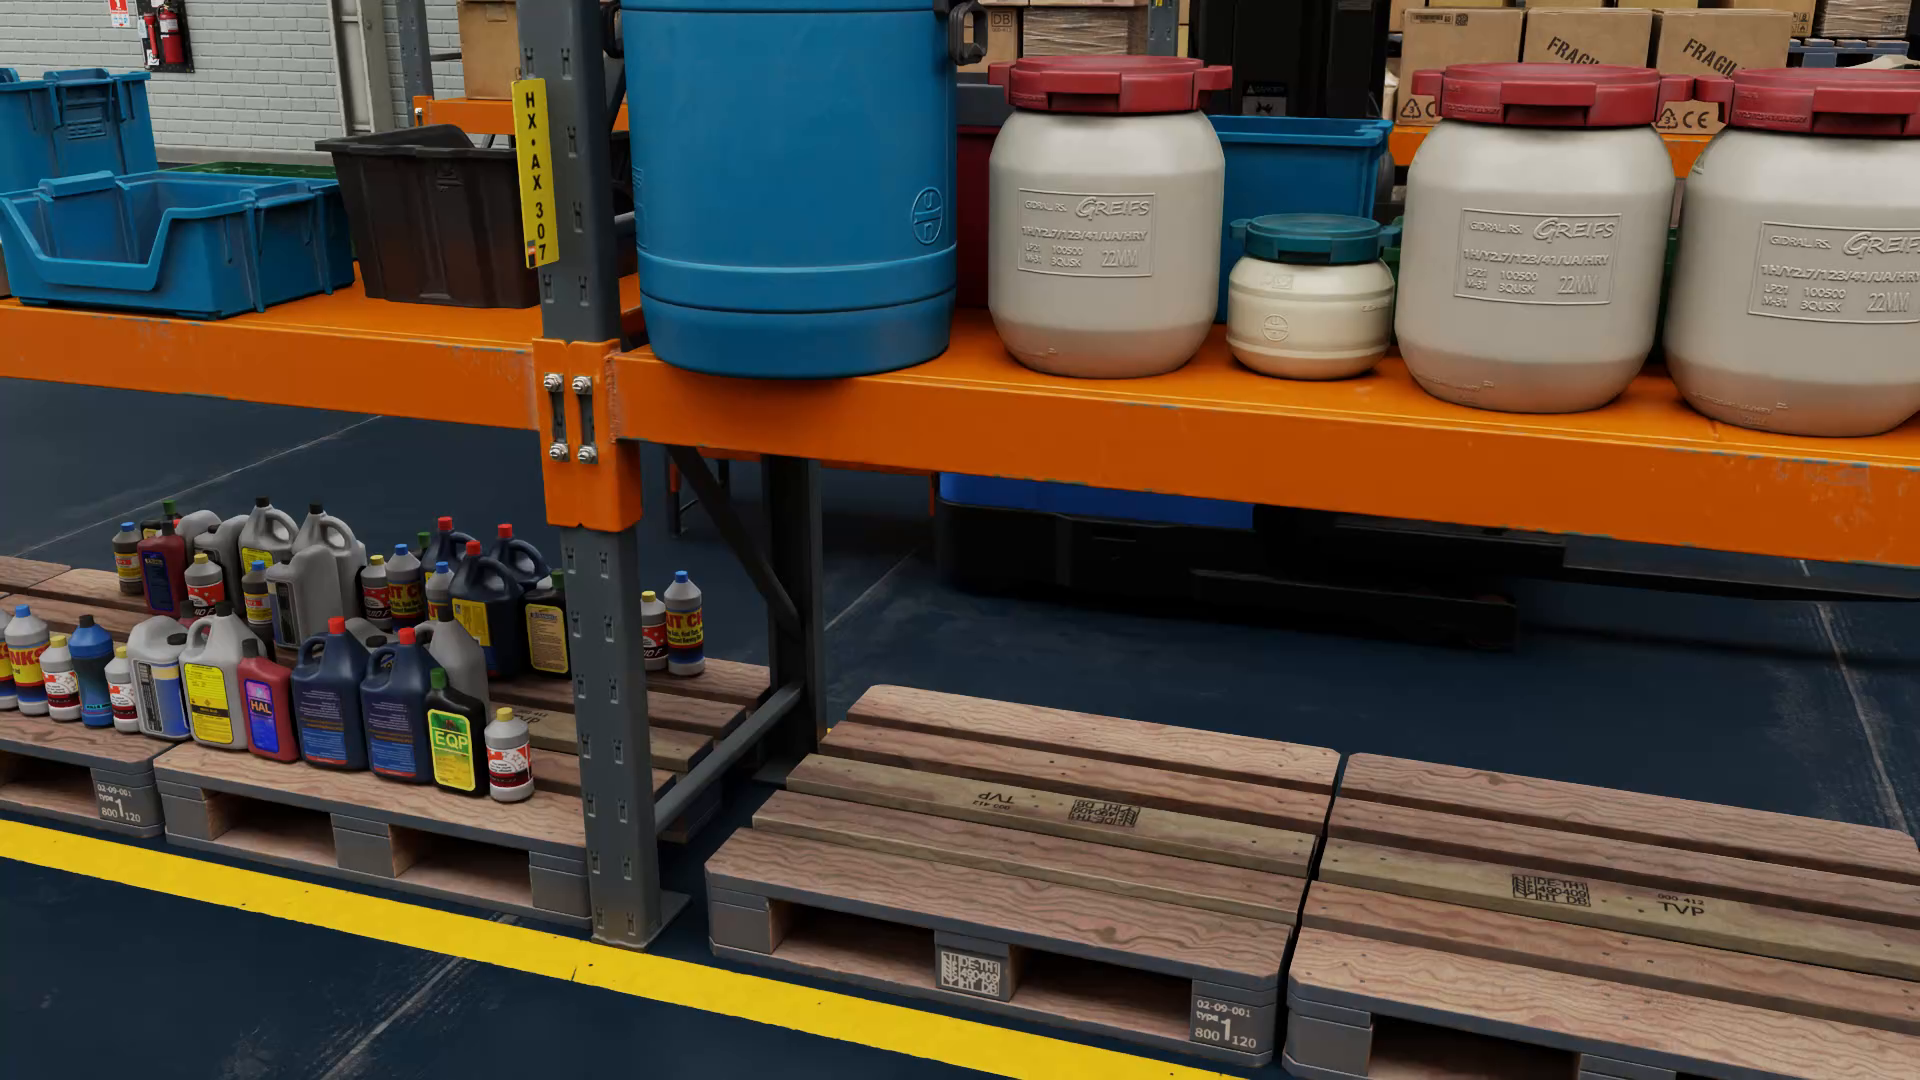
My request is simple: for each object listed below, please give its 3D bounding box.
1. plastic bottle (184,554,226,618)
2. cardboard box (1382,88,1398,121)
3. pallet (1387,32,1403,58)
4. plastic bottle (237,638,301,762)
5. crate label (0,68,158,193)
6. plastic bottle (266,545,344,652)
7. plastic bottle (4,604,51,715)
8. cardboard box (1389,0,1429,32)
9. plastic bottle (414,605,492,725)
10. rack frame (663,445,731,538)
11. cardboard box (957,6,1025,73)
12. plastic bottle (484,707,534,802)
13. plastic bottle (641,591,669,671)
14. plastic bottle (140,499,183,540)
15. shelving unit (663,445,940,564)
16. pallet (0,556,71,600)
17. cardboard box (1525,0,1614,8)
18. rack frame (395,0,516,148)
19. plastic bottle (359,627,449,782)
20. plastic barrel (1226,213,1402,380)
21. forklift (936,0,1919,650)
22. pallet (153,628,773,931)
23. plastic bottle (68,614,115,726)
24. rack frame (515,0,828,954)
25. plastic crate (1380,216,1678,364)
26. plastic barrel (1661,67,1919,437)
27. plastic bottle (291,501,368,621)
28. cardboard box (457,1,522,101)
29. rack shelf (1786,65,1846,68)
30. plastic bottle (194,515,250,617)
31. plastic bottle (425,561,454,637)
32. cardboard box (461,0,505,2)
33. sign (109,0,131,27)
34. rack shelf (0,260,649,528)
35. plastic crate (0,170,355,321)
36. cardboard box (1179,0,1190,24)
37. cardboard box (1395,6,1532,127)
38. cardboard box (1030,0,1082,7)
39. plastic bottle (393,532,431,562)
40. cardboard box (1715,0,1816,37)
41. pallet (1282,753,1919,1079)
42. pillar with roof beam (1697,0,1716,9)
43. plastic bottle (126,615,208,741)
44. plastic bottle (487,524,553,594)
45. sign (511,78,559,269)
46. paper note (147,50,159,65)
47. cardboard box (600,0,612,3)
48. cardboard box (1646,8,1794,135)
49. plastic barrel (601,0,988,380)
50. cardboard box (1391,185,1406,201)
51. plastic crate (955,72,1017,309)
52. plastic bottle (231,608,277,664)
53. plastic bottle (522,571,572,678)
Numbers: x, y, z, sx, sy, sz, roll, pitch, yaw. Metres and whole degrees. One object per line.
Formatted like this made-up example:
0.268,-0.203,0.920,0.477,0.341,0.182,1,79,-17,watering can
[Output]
-2.133,0.139,4.703,0.097,0.201,0.097,0,19,0,plastic bottle
1.829,-1.958,7.518,0.250,0.149,0.380,7,20,18,cardboard box
3.355,-3.558,12.018,1.213,0.211,1.003,7,20,18,pallet
-1.622,0.373,3.906,0.133,0.283,0.061,8,21,22,plastic bottle
-2.521,-1.030,4.421,0.616,0.435,0.502,7,20,18,crate label
-1.801,0.149,4.563,0.135,0.276,0.152,7,20,18,plastic bottle
-2.320,0.293,4.155,0.097,0.271,0.097,0,19,0,plastic bottle
3.151,-3.966,12.076,0.500,0.500,0.700,7,20,18,cardboard box
-1.226,0.322,3.951,0.185,0.351,0.144,7,20,18,plastic bottle
-0.985,-0.617,6.139,0.032,1.125,0.500,5,20,15,rack frame
0.138,-2.384,8.206,0.500,0.500,0.700,6,20,17,cardboard box
-1.015,0.475,3.739,0.097,0.201,0.097,0,19,0,plastic bottle
-0.823,0.236,4.426,0.097,0.201,0.097,0,19,0,plastic bottle
-2.353,0.016,4.932,0.133,0.283,0.061,7,20,19,plastic bottle
-0.497,-0.571,6.005,1.048,1.125,0.538,5,20,15,shelving unit
-3.496,0.272,4.976,1.213,0.211,1.003,7,20,18,pallet
4.309,-3.842,11.720,0.500,0.500,0.700,10,21,26,cardboard box
-2.719,-2.668,9.173,0.127,3.000,1.000,7,20,18,rack frame
-1.273,0.367,3.822,0.185,0.351,0.144,6,20,17,plastic bottle
0.630,-0.440,2.992,0.301,0.262,0.301,0,19,0,plastic barrel
1.494,-1.242,5.186,3.031,2.935,1.130,5,20,15,forklift
-1.191,0.535,4.220,1.213,0.211,1.003,7,20,18,pallet
-2.128,0.315,4.092,0.097,0.271,0.097,0,19,0,plastic bottle
-0.570,-0.696,3.516,0.127,3.000,1.000,7,20,18,rack frame
1.168,-0.496,3.263,0.662,0.188,0.450,7,20,18,plastic crate
1.364,-0.463,2.640,0.433,0.535,0.433,0,19,0,plastic barrel
-1.776,0.064,4.690,0.185,0.351,0.144,6,20,18,plastic bottle
-2.283,-2.661,9.000,0.500,0.500,0.700,7,20,18,cardboard box
4.570,-3.221,11.852,4.000,0.370,1.077,7,20,18,rack shelf
-2.110,0.063,4.808,0.135,0.276,0.152,6,20,17,plastic bottle
-1.373,0.190,4.450,0.097,0.271,0.097,0,19,0,plastic bottle
-2.419,-2.912,8.736,0.250,0.149,0.380,6,20,18,cardboard box
-8.630,-5.437,17.064,0.234,0.329,0.001,7,20,18,sign
-2.459,-0.572,4.254,4.000,0.370,1.077,7,20,18,rack shelf
-1.704,-0.661,3.641,0.616,0.251,0.499,7,20,18,plastic crate
1.660,-4.076,12.271,0.500,0.500,0.500,6,20,18,cardboard box
2.277,-2.138,7.501,0.500,0.500,0.500,8,21,22,cardboard box
0.499,-2.579,7.782,0.250,0.149,0.380,6,20,17,cardboard box
-1.517,0.111,4.658,0.133,0.283,0.061,7,21,20,plastic bottle
5.476,-3.699,11.310,0.500,0.500,0.700,5,20,13,cardboard box
1.341,0.825,3.390,1.213,0.211,1.003,7,20,18,pallet
4.103,-5.248,7.460,0.400,9.000,9.100,7,20,18,pillar with roof beam
-1.911,0.328,4.048,0.135,0.276,0.152,7,20,19,plastic bottle
-1.196,0.131,4.500,0.185,0.351,0.144,7,20,20,plastic bottle
-0.761,-0.657,2.983,0.005,0.325,0.100,7,20,18,sign
-8.286,-4.953,17.068,0.142,0.148,0.016,7,20,18,paper note
-1.696,-2.829,8.498,0.250,0.149,0.380,6,20,17,cardboard box
3.247,-2.027,7.183,0.500,0.500,0.500,5,20,15,cardboard box
-0.304,-0.797,3.044,0.708,0.901,0.600,7,20,18,plastic barrel
3.382,-2.730,12.479,0.500,0.500,0.700,7,20,20,cardboard box
-0.012,-0.769,3.628,0.583,0.464,0.402,7,20,18,plastic crate
-1.750,0.309,4.092,0.133,0.283,0.061,7,20,18,plastic bottle
-1.076,0.215,4.361,0.133,0.283,0.061,7,20,18,plastic bottle
